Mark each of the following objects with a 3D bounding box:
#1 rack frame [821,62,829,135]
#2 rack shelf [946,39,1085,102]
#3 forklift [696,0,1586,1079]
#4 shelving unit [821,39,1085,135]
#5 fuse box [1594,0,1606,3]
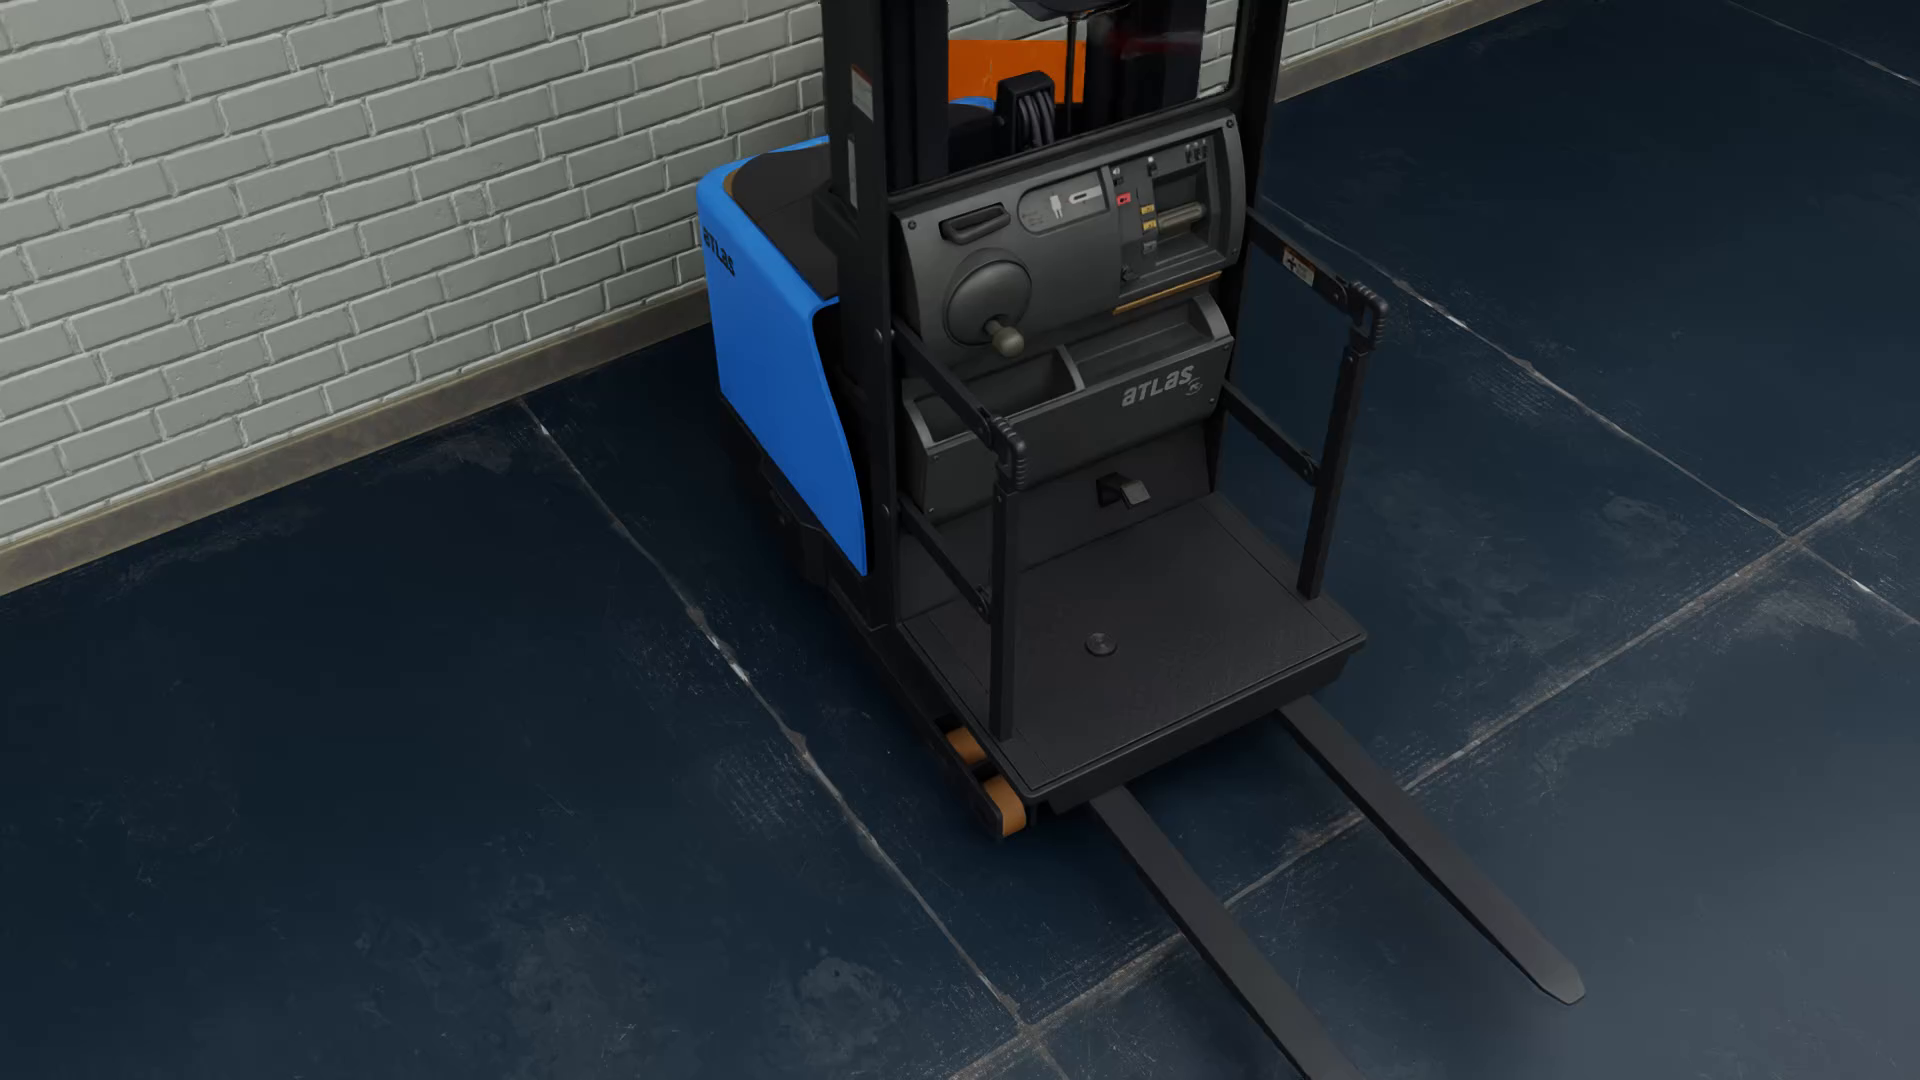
[{"bbox_3d":[-0.408,-1.226,5.719,0.032,1.125,0.500,1,44,1],"label":"rack frame"},{"bbox_3d":[0.100,-1.429,5.508,1.000,0.278,0.538,1,44,1],"label":"rack shelf"},{"bbox_3d":[0.394,-0.639,3.797,1.130,2.935,3.031,-22,48,-21],"label":"forklift"},{"bbox_3d":[0.100,-1.217,5.711,1.048,1.125,0.538,1,44,1],"label":"shelving unit"},{"bbox_3d":[3.099,-3.199,7.361,0.539,1.711,0.414,-26,49,-24],"label":"fuse box"}]
